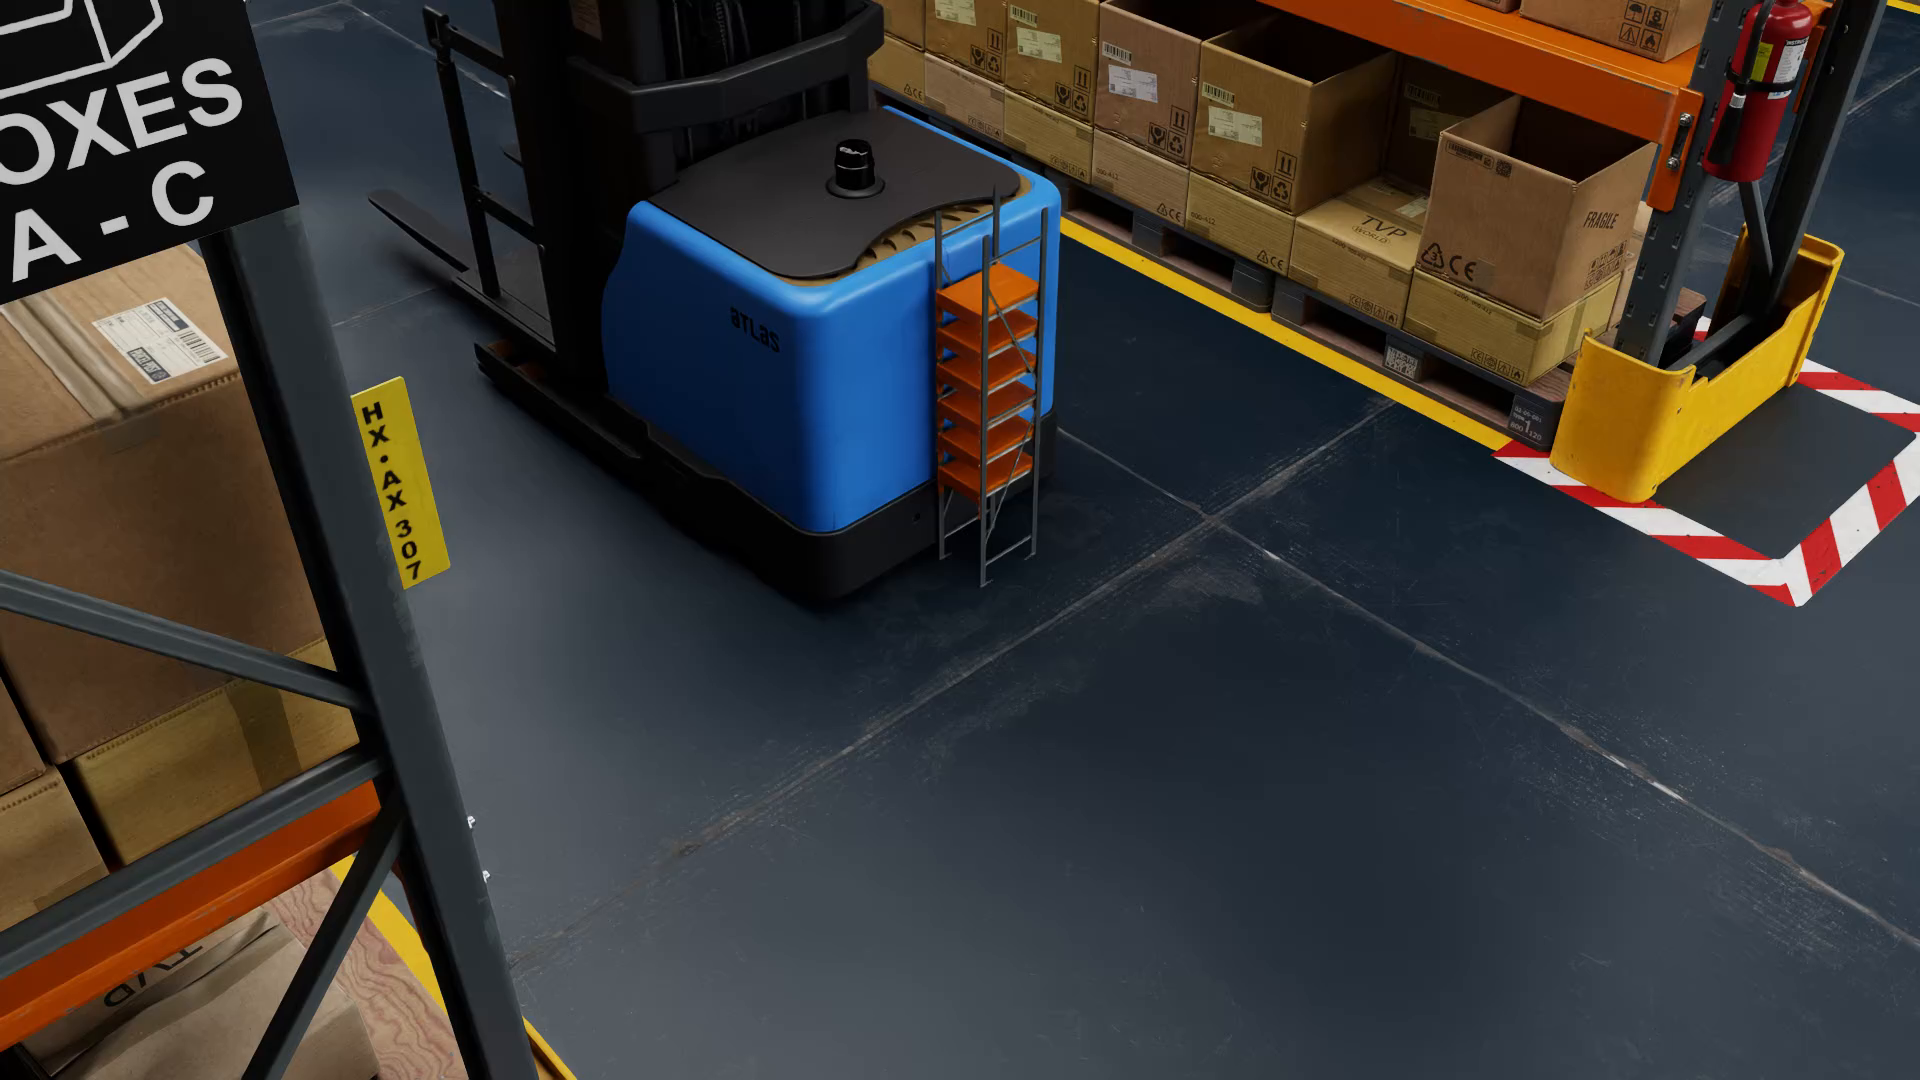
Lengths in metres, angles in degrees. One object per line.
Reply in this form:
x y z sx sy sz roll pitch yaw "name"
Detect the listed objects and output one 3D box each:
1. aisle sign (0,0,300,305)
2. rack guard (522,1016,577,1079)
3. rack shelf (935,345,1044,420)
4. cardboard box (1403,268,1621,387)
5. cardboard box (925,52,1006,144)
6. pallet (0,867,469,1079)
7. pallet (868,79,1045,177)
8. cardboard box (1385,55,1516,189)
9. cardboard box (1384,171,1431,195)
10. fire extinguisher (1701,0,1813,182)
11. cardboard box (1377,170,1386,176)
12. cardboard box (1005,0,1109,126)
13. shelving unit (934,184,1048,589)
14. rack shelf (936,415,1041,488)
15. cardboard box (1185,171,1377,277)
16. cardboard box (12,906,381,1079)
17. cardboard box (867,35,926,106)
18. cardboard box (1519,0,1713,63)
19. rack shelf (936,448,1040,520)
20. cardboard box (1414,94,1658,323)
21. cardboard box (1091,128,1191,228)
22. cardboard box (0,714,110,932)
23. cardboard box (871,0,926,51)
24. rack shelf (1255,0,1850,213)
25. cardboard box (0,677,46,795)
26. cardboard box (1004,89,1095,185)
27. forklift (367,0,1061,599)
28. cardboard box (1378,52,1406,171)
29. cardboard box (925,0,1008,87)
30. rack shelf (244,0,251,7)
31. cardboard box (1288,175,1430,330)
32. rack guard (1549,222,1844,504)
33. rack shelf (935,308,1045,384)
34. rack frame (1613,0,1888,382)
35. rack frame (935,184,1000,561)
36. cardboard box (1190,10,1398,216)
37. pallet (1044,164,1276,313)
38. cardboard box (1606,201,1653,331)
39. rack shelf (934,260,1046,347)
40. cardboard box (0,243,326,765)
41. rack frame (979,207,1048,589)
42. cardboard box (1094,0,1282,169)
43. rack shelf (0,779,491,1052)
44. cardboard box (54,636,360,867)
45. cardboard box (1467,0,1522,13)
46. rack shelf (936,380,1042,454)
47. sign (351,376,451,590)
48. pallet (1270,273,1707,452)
-0.898 -0.606 1.543 0.394 0.787 0.004 -30 48 -32 "aisle sign"
-1.219 1.437 3.073 1.175 0.500 0.348 -30 48 -32 "rack guard"
0.084 -0.472 4.759 0.258 0.103 0.180 -31 48 -32 "rack shelf"
1.898 -0.823 5.736 0.500 0.250 0.500 -30 48 -32 "cardboard box"
0.198 -1.975 7.162 0.500 0.250 0.500 -30 48 -32 "cardboard box"
-1.742 1.159 3.647 1.003 0.211 1.213 -30 48 -32 "pallet"
0.280 -1.987 7.543 1.003 0.211 1.213 -30 48 -32 "pallet"
1.940 -1.566 6.058 0.500 0.500 0.500 -30 48 -32 "cardboard box"
1.939 -1.273 6.293 0.500 0.250 0.500 -30 48 -32 "cardboard box"
2.217 -1.325 4.564 0.296 0.674 0.183 -30 48 -32 "fire extinguisher"
1.601 -1.505 6.580 0.500 0.250 0.500 -30 48 -32 "cardboard box"
0.533 -2.033 6.637 0.500 0.500 0.500 -30 48 -32 "cardboard box"
0.084 -0.413 4.806 0.258 1.200 0.189 -31 48 -32 "shelving unit"
0.084 -0.285 4.910 0.258 0.103 0.180 -31 48 -32 "rack shelf"
1.212 -1.280 6.302 0.500 0.250 0.500 -30 48 -32 "cardboard box"
-1.569 1.016 3.394 0.500 0.311 0.500 29 47 31 "cardboard box"
-0.136 -2.208 7.451 0.500 0.250 0.500 -30 48 -32 "cardboard box"
2.172 -1.867 5.095 0.700 0.500 0.500 -30 48 -32 "cardboard box"
0.084 -0.192 4.985 0.258 0.103 0.180 -31 48 -32 "rack shelf"
1.897 -1.114 5.499 0.500 0.500 0.500 -30 48 -32 "cardboard box"
0.875 -1.512 6.589 0.500 0.250 0.500 -30 48 -32 "cardboard box"
-1.626 0.417 2.450 0.500 0.250 0.500 -29 47 -31 "cardboard box"
-0.144 -2.496 7.210 0.500 0.500 0.500 -30 48 -32 "cardboard box"
1.126 -2.253 6.224 1.077 0.370 4.000 -30 48 -32 "rack shelf"
-1.643 0.131 2.207 0.500 0.500 0.500 -31 48 -32 "cardboard box"
0.533 -1.741 6.873 0.500 0.250 0.500 -30 48 -32 "cardboard box"
-1.068 -1.798 5.143 1.130 2.935 3.031 -31 48 -32 "forklift"
1.593 -1.791 6.338 0.500 0.500 0.500 -30 48 -32 "cardboard box"
0.200 -2.268 6.928 0.500 0.500 0.500 -30 48 -32 "cardboard box"
-2.520 -1.313 2.673 1.077 0.370 4.000 -30 48 -32 "rack shelf"
1.551 -1.049 6.016 0.500 0.250 0.500 -30 48 -32 "cardboard box"
2.495 -0.623 5.624 1.175 0.500 0.348 -30 48 -32 "rack guard"
0.084 -0.565 4.683 0.258 0.103 0.180 -31 48 -32 "rack shelf"
2.479 -1.607 4.852 1.000 3.000 0.127 -30 48 -32 "rack frame"
0.021 -0.454 4.858 0.240 1.200 0.006 -31 48 -32 "rack frame"
1.210 -1.571 6.065 0.500 0.500 0.500 -30 48 -32 "cardboard box"
1.110 -1.423 6.843 1.003 0.211 1.213 -30 48 -32 "pallet"
2.280 -1.043 6.009 0.500 0.250 0.500 -30 48 -32 "cardboard box"
0.084 -0.658 4.608 0.258 0.103 0.180 -31 48 -32 "rack shelf"
-1.269 -0.090 2.481 0.500 0.500 0.500 -30 48 -32 "cardboard box"
0.148 -0.371 4.755 0.240 1.200 0.006 -31 48 -32 "rack frame"
0.873 -1.802 6.352 0.500 0.500 0.500 -30 48 -32 "cardboard box"
-2.520 -0.146 3.616 1.077 0.370 4.000 -30 48 -32 "rack shelf"
-1.264 0.190 2.731 0.500 0.250 0.500 -31 48 -33 "cardboard box"
1.814 -2.108 5.393 0.700 0.500 0.500 -29 47 -31 "cardboard box"
0.084 -0.378 4.834 0.258 0.103 0.180 -31 48 -32 "rack shelf"
-0.768 -0.067 2.257 0.100 0.325 0.005 -30 48 -32 "sign"
1.931 -0.858 6.144 1.003 0.211 1.213 -30 48 -32 "pallet"
